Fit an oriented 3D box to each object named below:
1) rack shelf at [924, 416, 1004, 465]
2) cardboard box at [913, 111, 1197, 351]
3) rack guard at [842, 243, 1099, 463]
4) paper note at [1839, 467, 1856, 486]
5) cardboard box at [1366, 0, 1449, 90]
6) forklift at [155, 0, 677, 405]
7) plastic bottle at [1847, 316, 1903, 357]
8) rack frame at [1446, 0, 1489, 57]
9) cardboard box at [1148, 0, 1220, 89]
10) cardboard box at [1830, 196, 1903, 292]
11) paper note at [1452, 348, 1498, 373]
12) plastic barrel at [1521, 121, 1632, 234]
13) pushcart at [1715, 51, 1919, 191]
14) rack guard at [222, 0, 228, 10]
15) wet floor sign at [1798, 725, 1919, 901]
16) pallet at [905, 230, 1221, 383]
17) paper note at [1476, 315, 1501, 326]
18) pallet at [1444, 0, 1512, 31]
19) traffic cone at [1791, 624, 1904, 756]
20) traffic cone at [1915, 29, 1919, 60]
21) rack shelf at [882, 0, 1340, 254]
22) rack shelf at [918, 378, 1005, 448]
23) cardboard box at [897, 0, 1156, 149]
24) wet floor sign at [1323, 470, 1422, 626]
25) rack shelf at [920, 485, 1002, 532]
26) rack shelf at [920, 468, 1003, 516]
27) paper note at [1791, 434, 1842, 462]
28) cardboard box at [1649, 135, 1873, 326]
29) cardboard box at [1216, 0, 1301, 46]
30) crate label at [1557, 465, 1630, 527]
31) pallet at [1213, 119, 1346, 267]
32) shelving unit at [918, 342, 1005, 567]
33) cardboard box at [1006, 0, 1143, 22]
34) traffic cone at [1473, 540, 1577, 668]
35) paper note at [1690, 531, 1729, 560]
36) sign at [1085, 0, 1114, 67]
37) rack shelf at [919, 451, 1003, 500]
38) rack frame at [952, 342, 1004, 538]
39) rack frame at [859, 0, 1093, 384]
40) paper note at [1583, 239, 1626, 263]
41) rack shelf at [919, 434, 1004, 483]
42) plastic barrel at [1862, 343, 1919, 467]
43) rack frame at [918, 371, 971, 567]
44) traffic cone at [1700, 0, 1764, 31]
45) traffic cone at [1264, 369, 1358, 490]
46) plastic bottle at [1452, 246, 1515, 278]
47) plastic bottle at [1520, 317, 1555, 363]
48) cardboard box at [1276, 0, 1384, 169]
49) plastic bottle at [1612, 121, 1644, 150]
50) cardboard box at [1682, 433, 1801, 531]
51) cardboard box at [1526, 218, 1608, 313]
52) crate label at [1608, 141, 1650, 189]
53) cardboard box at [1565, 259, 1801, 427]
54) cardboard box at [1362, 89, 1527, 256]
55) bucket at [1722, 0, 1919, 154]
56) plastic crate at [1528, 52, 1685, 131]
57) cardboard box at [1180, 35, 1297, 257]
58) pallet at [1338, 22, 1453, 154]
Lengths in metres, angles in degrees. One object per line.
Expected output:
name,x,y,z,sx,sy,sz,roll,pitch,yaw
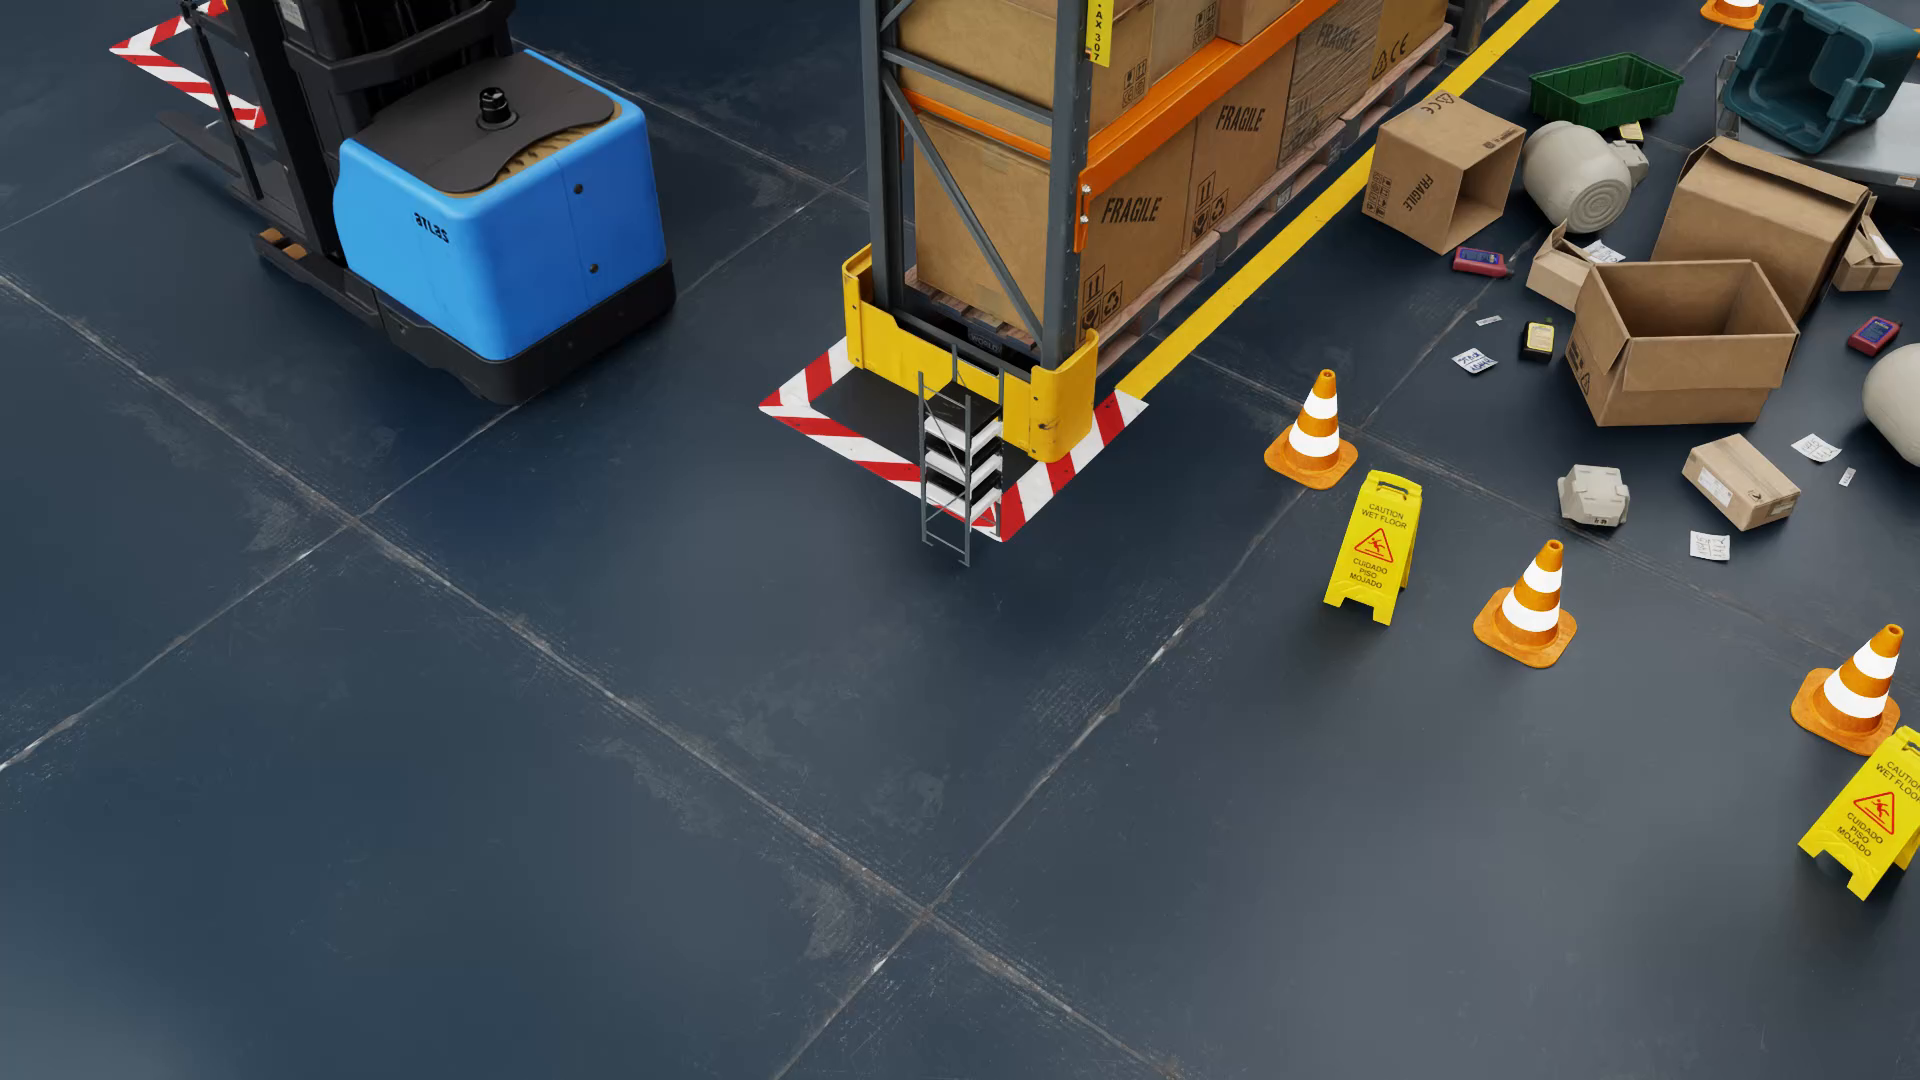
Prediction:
rack shelf,0.005,-0.417,6.323,0.258,0.077,0.200,29,53,25
cardboard box,0.409,-1.542,7.328,0.875,0.875,0.875,29,53,25
rack guard,0.032,-0.837,7.204,1.175,0.500,0.348,29,53,25
paper note,3.735,-0.266,6.997,0.032,0.001,0.123,29,53,25
cardboard box,2.052,-3.085,8.801,0.875,0.875,0.875,30,53,26
forklift,-2.764,-2.515,7.126,3.031,2.935,1.130,32,54,27
plastic bottle,4.198,-0.948,7.613,0.283,0.061,0.133,-33,55,-28
rack frame,2.492,-4.003,8.499,1.000,3.000,0.127,29,53,25
cardboard box,0.556,-2.322,6.790,0.875,0.550,0.550,29,53,25
cardboard box,4.274,-1.410,7.914,0.258,0.266,0.396,-2,46,-2
paper note,2.323,-0.811,7.504,0.142,0.017,0.144,-25,51,-22
plastic barrel,3.012,-1.785,8.163,0.421,0.421,0.512,-9,47,-8
pushcart,4.636,-1.946,8.348,1.648,0.377,0.936,13,48,12
rack guard,-3.770,-3.145,9.408,1.175,0.500,0.348,29,53,25
wet floor sign,3.062,0.866,5.477,0.232,0.644,0.267,-25,51,-22
pallet,0.473,-1.243,7.791,1.003,0.211,1.213,29,53,25
paper note,2.454,-1.018,7.716,0.123,0.001,0.032,-17,49,-15
pallet,2.904,-3.514,9.961,1.003,0.211,1.213,29,53,25
traffic cone,3.267,0.477,5.975,0.336,0.463,0.334,29,53,25
traffic cone,5.507,-2.932,9.231,0.336,0.463,0.334,29,53,25
rack shelf,1.269,-2.610,7.666,1.077,0.370,4.000,29,53,25
rack shelf,0.005,-0.479,6.258,0.258,0.077,0.200,29,53,25
cardboard box,0.237,-1.998,6.481,0.875,0.550,0.550,29,53,25
wet floor sign,1.596,-0.009,6.312,0.267,0.644,0.232,21,50,19
rack shelf,0.005,-0.168,6.583,0.258,0.077,0.200,29,53,25
rack shelf,0.005,-0.230,6.518,0.258,0.077,0.200,29,53,25
paper note,3.666,-0.394,7.114,0.142,0.019,0.148,-25,51,-22
cardboard box,3.661,-1.431,7.675,0.797,0.637,0.503,29,53,25
cardboard box,0.998,-2.587,7.043,0.875,0.550,0.550,29,53,25
crate label,2.613,-0.184,6.831,0.250,0.136,0.298,6,47,5
pallet,1.220,-1.938,8.455,1.003,0.211,1.213,29,53,25
shelving unit,0.005,-0.315,6.429,0.258,0.900,0.210,29,53,25
cardboard box,0.304,-2.334,6.055,0.875,0.550,0.550,29,53,25
traffic cone,2.181,0.180,6.258,0.336,0.463,0.334,29,53,25
paper note,3.028,0.021,6.708,0.148,0.019,0.142,13,48,12
sign,0.482,-1.791,5.733,0.100,0.325,0.005,29,53,25
rack shelf,0.005,-0.292,6.453,0.258,0.077,0.200,29,53,25
rack frame,0.067,-0.374,6.484,0.240,0.900,0.006,29,53,25
rack frame,0.046,-1.714,6.313,1.000,3.000,0.127,29,53,25
paper note,3.110,-1.388,8.061,0.155,0.023,0.172,-25,51,-22
rack shelf,0.005,-0.355,6.388,0.258,0.077,0.200,29,53,25
plastic barrel,4.090,-0.545,6.978,0.421,0.421,0.512,-9,47,-8
rack frame,-0.057,-0.257,6.373,0.240,0.900,0.006,29,53,25
traffic cone,4.507,-3.226,9.512,0.336,0.463,0.334,29,53,25
traffic cone,1.495,-0.514,6.921,0.336,0.463,0.334,29,53,25
plastic bottle,2.517,-1.328,7.977,0.283,0.061,0.133,13,48,12
plastic bottle,2.641,-0.925,7.592,0.133,0.061,0.283,13,48,12
cardboard box,1.504,-2.567,8.307,0.875,0.875,0.875,30,53,25
plastic bottle,3.517,-2.162,8.773,0.133,0.061,0.283,6,47,5
cardboard box,3.228,-0.241,6.878,0.250,0.149,0.380,-17,49,-15
cardboard box,2.899,-1.260,7.770,0.258,0.266,0.396,-33,55,-28
crate label,3.351,-1.923,8.492,0.298,0.136,0.250,-2,46,-2
cardboard box,3.096,-0.845,7.210,0.797,0.503,0.637,-2,46,-2
cardboard box,2.355,-1.798,8.120,0.500,0.500,0.500,-33,55,-28
bucket,4.233,-2.300,8.085,0.620,0.611,0.726,-17,48,-29
plastic crate,3.422,-2.373,8.847,0.662,0.188,0.450,-17,39,-15
cardboard box,0.945,-2.047,7.810,0.875,0.875,0.875,28,53,24
pallet,1.965,-2.639,9.125,1.003,0.211,1.213,29,53,25
